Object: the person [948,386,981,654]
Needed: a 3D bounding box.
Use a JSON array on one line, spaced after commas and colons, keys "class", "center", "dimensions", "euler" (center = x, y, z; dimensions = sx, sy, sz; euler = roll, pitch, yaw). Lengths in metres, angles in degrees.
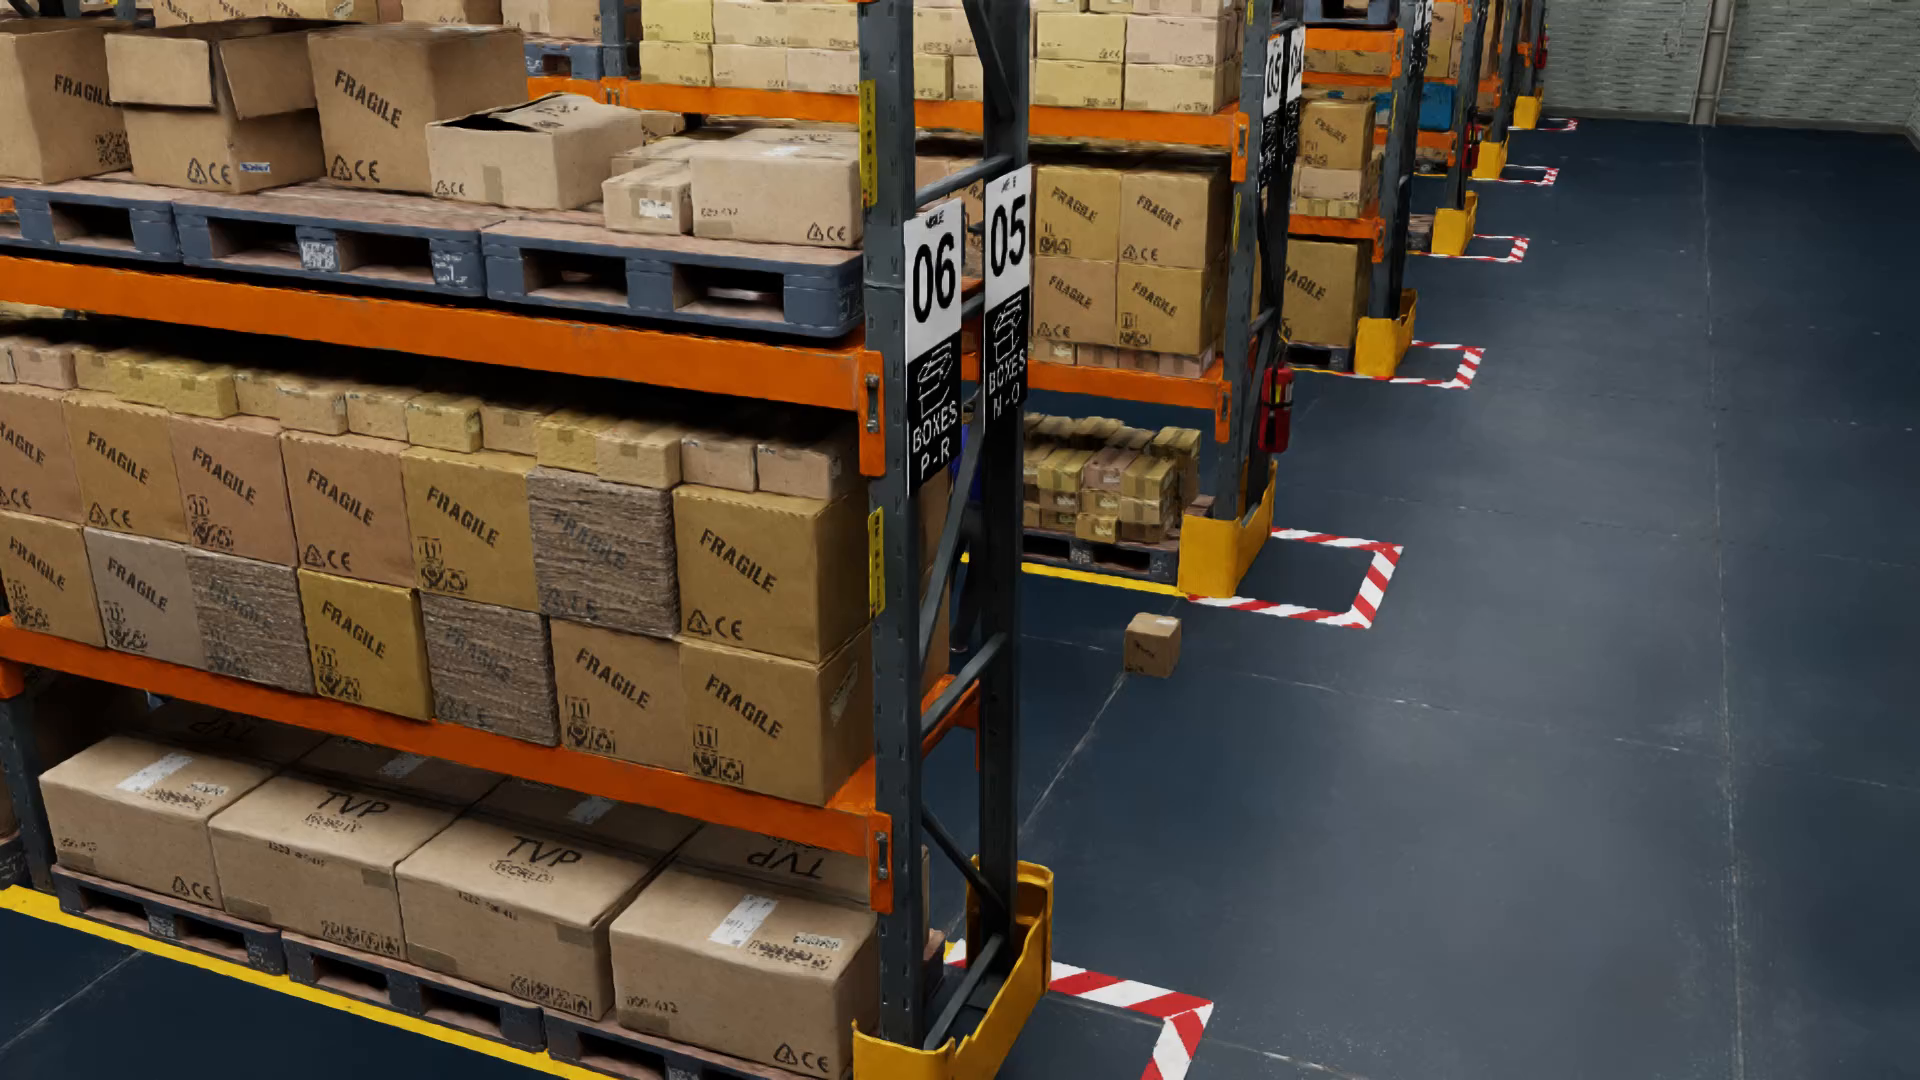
[{"class": "person", "center": [0.078, -0.091, 8.863], "dimensions": [0.523, 1.611, 0.606], "euler": [7, 23, 15]}]
